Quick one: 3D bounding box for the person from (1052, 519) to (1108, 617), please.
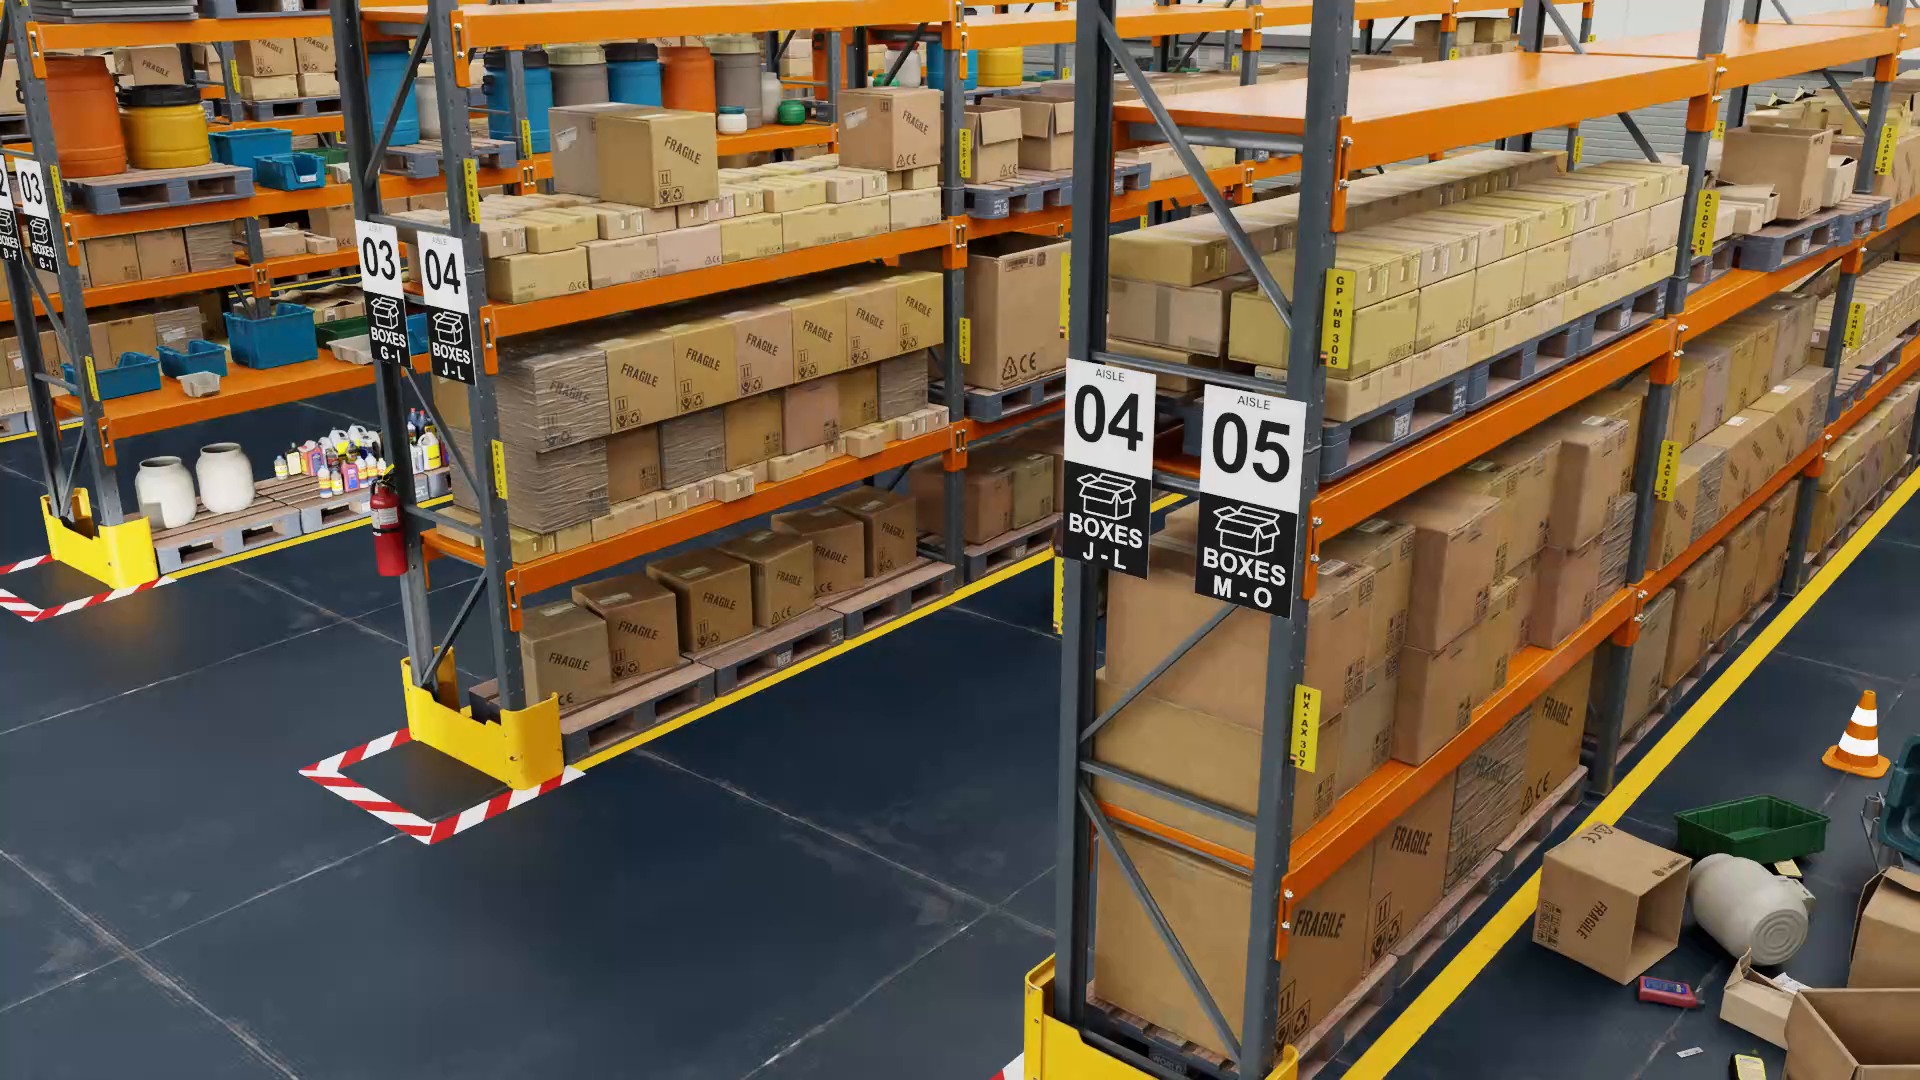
[{"bbox_3d":[1.022,0.092,12.310,0.573,0.818,0.972,11,22,27],"label":"person"}]
